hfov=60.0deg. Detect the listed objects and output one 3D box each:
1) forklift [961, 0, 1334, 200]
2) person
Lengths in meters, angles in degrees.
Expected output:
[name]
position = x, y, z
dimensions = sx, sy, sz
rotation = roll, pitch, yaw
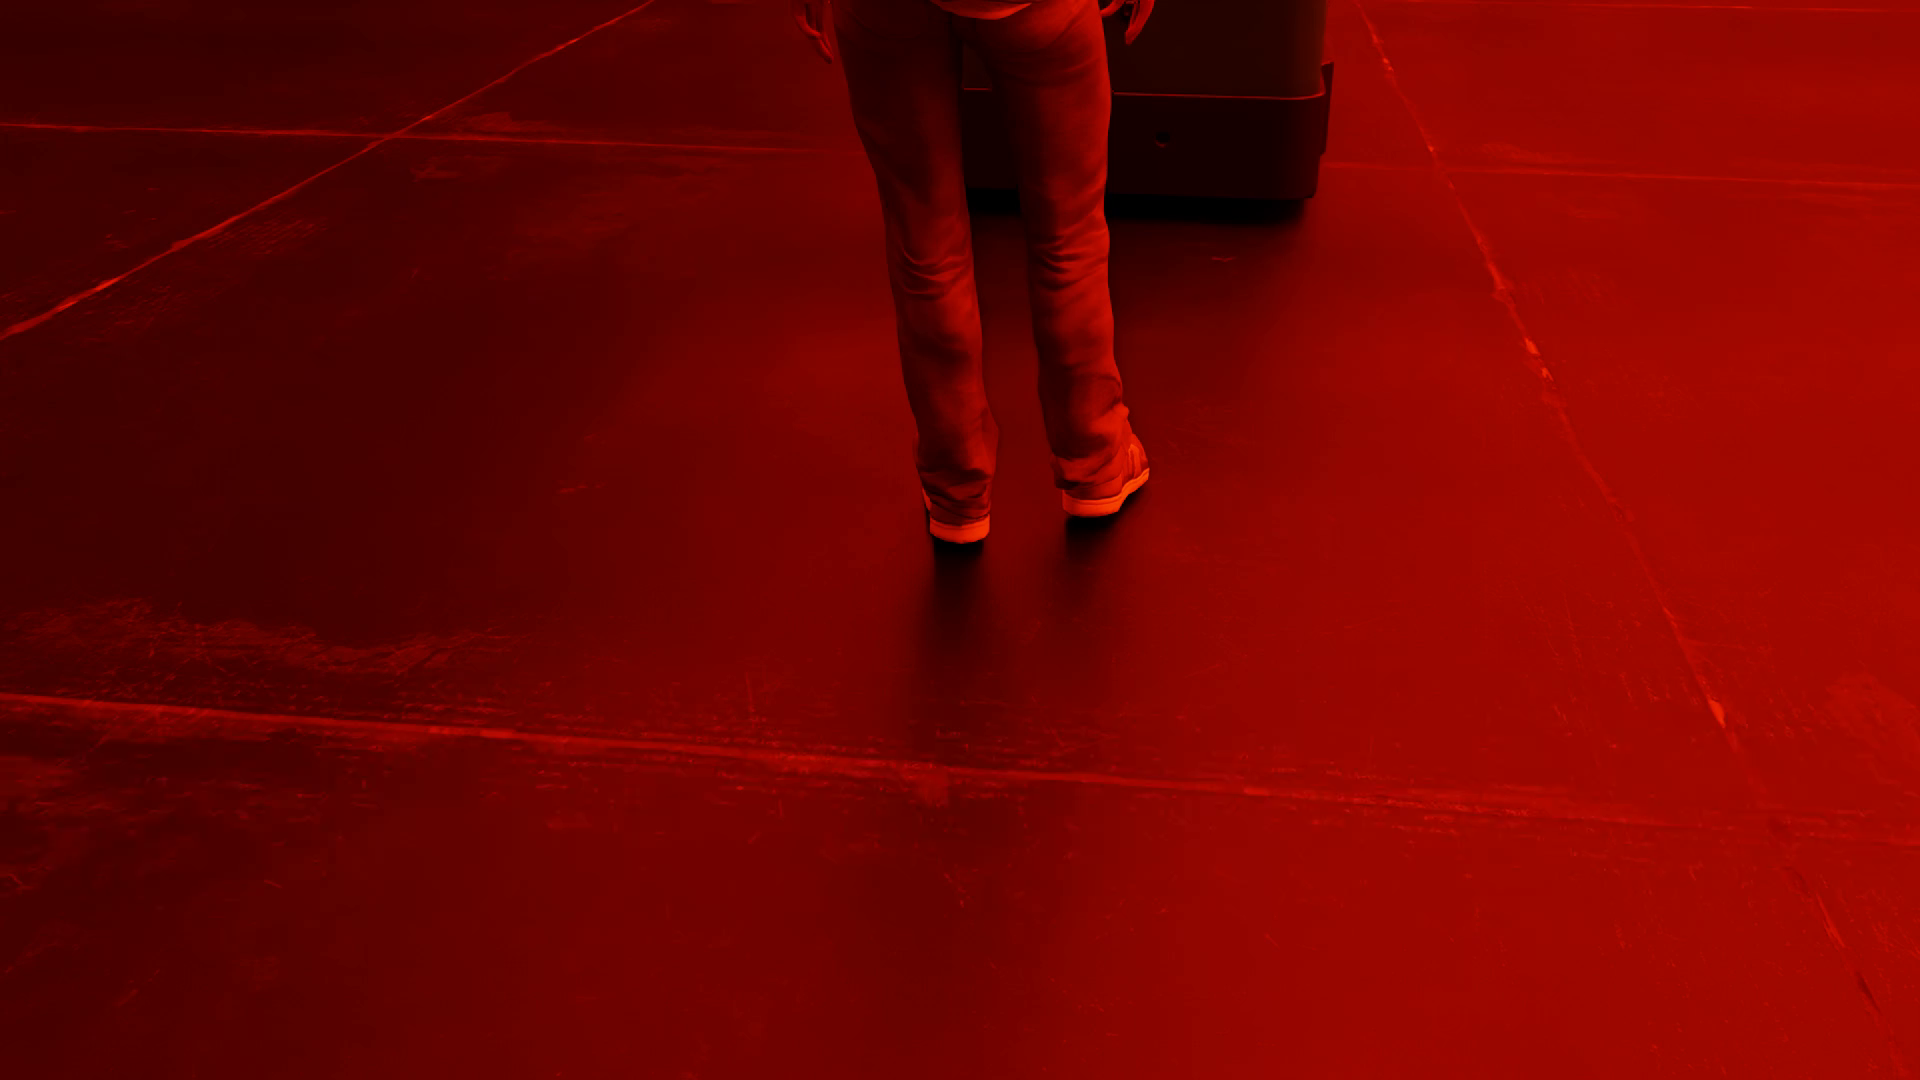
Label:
[forklift]
position = 0.555, -2.752, 4.733
dimensions = 1.130, 2.935, 3.031
rotation = 4, 27, 8
[person]
position = 0.024, -0.754, 2.205
dimensions = 0.520, 1.599, 0.473
rotation = 3, 27, 7
